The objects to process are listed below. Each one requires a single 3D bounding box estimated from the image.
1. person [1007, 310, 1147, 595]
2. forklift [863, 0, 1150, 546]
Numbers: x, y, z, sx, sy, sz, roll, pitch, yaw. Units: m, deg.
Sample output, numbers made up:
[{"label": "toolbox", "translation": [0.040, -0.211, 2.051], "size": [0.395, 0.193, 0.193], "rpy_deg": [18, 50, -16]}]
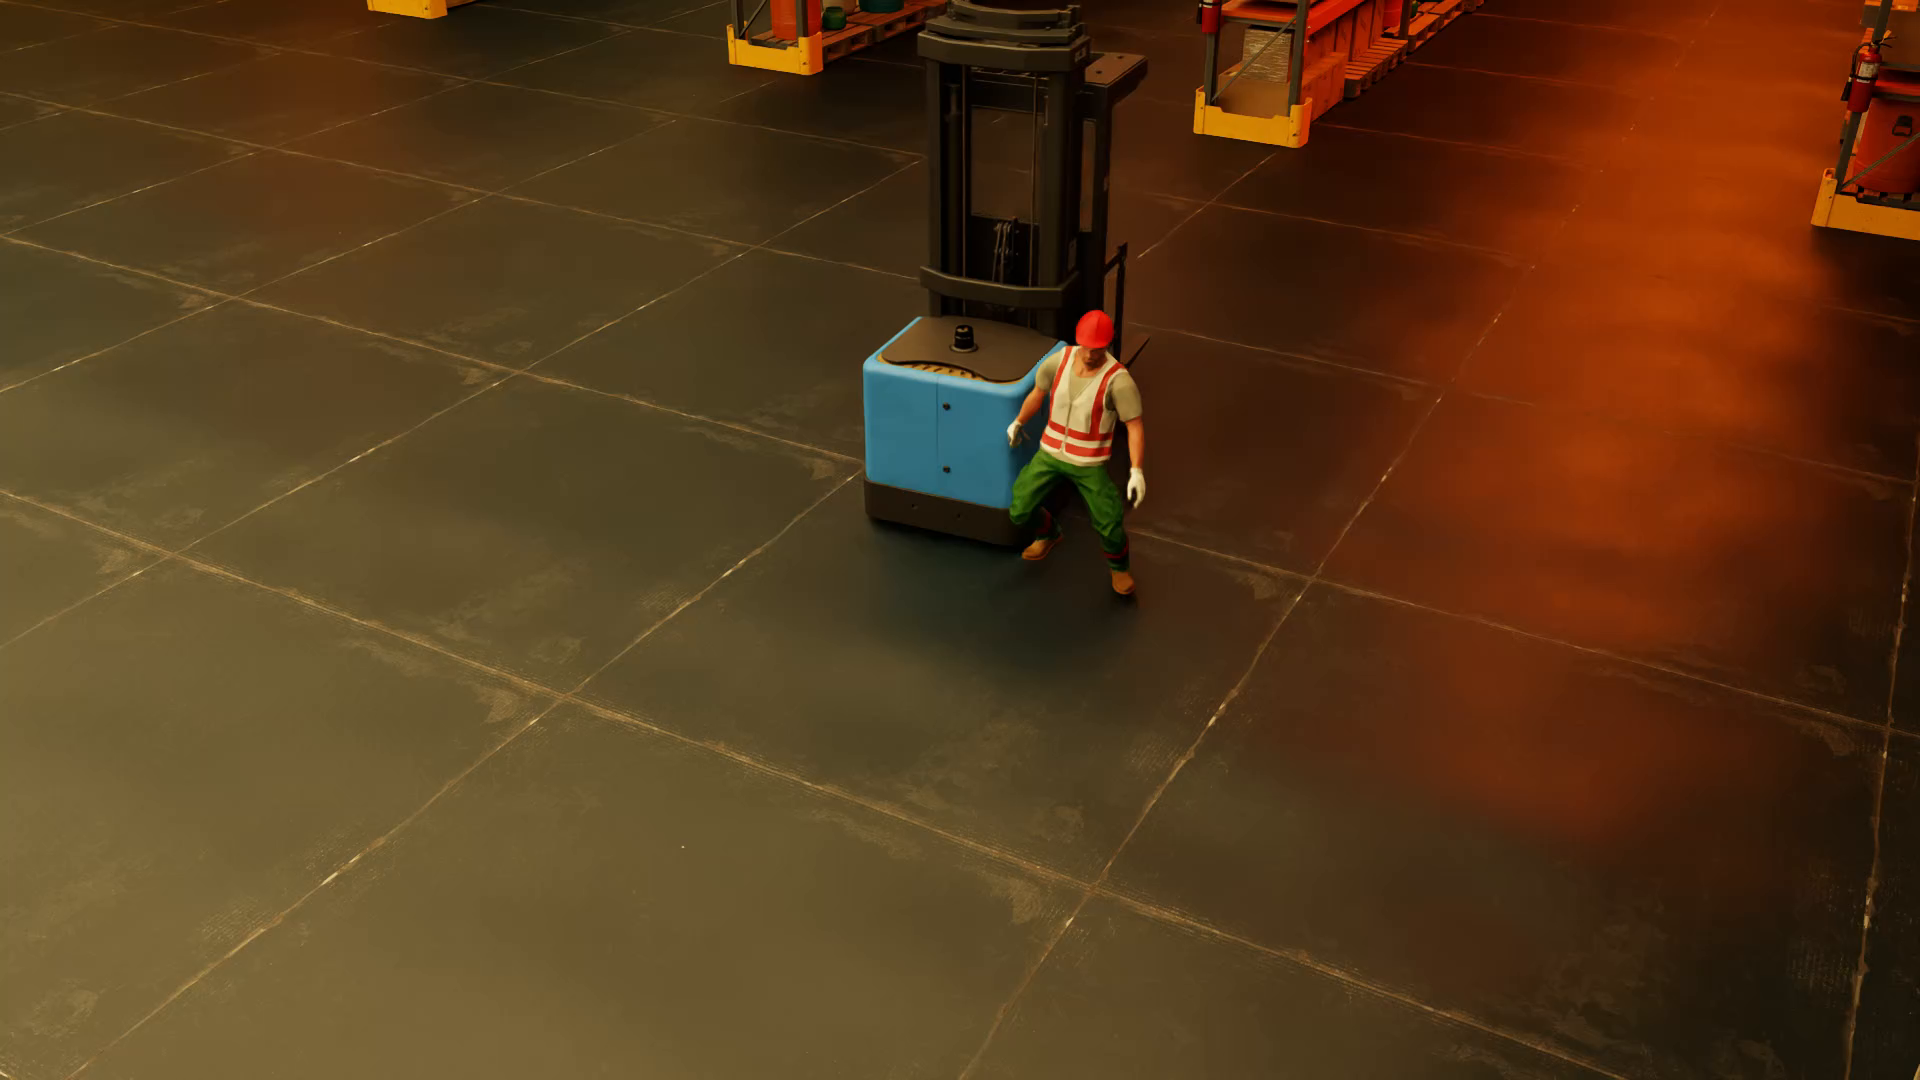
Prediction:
[{"label": "person", "translation": [0.626, -0.493, 9.131], "size": [0.935, 1.660, 0.502], "rpy_deg": [18, 35, 28]}, {"label": "forklift", "translation": [0.472, -1.952, 10.452], "size": [1.130, 2.935, 3.031], "rpy_deg": [12, 32, 20]}]
